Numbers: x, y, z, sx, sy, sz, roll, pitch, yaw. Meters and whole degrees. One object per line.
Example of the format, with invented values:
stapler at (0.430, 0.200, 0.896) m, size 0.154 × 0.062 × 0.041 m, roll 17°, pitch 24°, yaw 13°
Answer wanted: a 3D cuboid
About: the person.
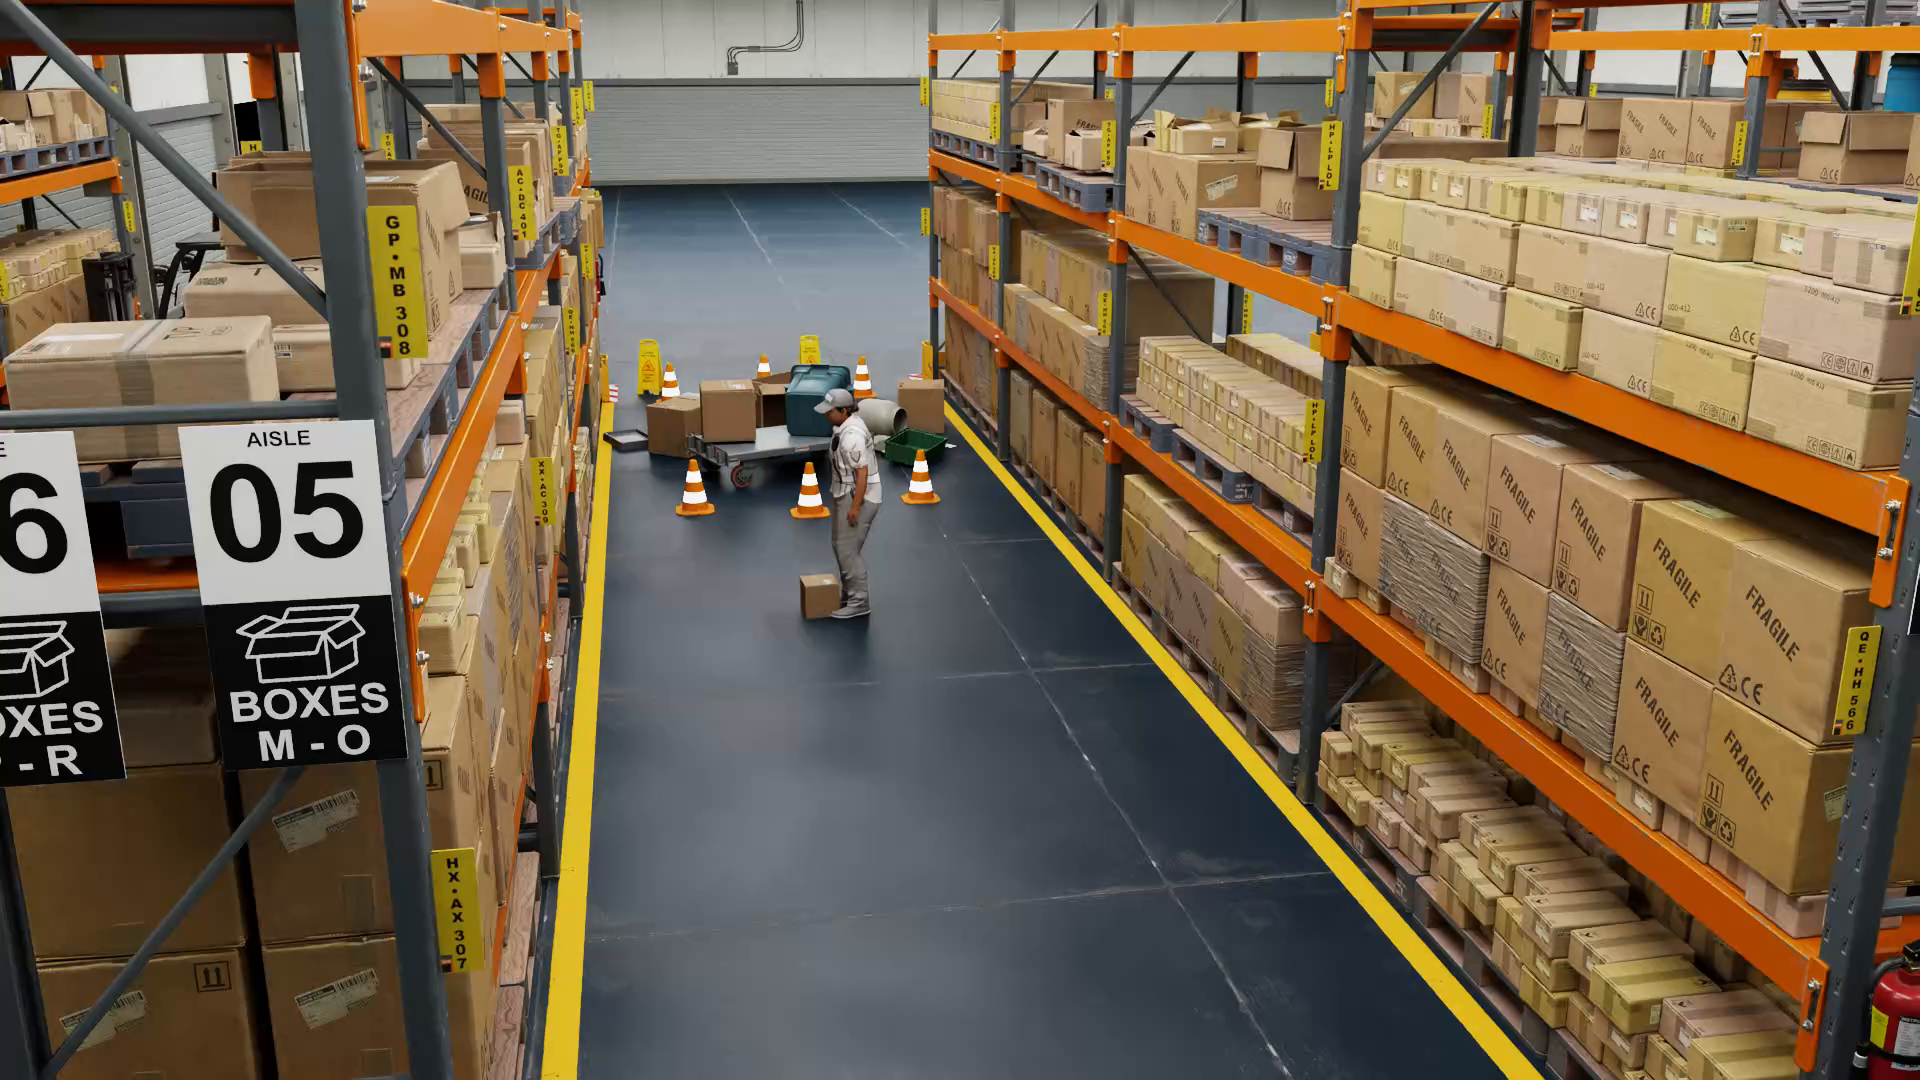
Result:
person at (3.231, -8.433, 31.882) m, size 18.326 × 6.001 × 40.210 m, roll -4°, pitch 17°, yaw -13°
